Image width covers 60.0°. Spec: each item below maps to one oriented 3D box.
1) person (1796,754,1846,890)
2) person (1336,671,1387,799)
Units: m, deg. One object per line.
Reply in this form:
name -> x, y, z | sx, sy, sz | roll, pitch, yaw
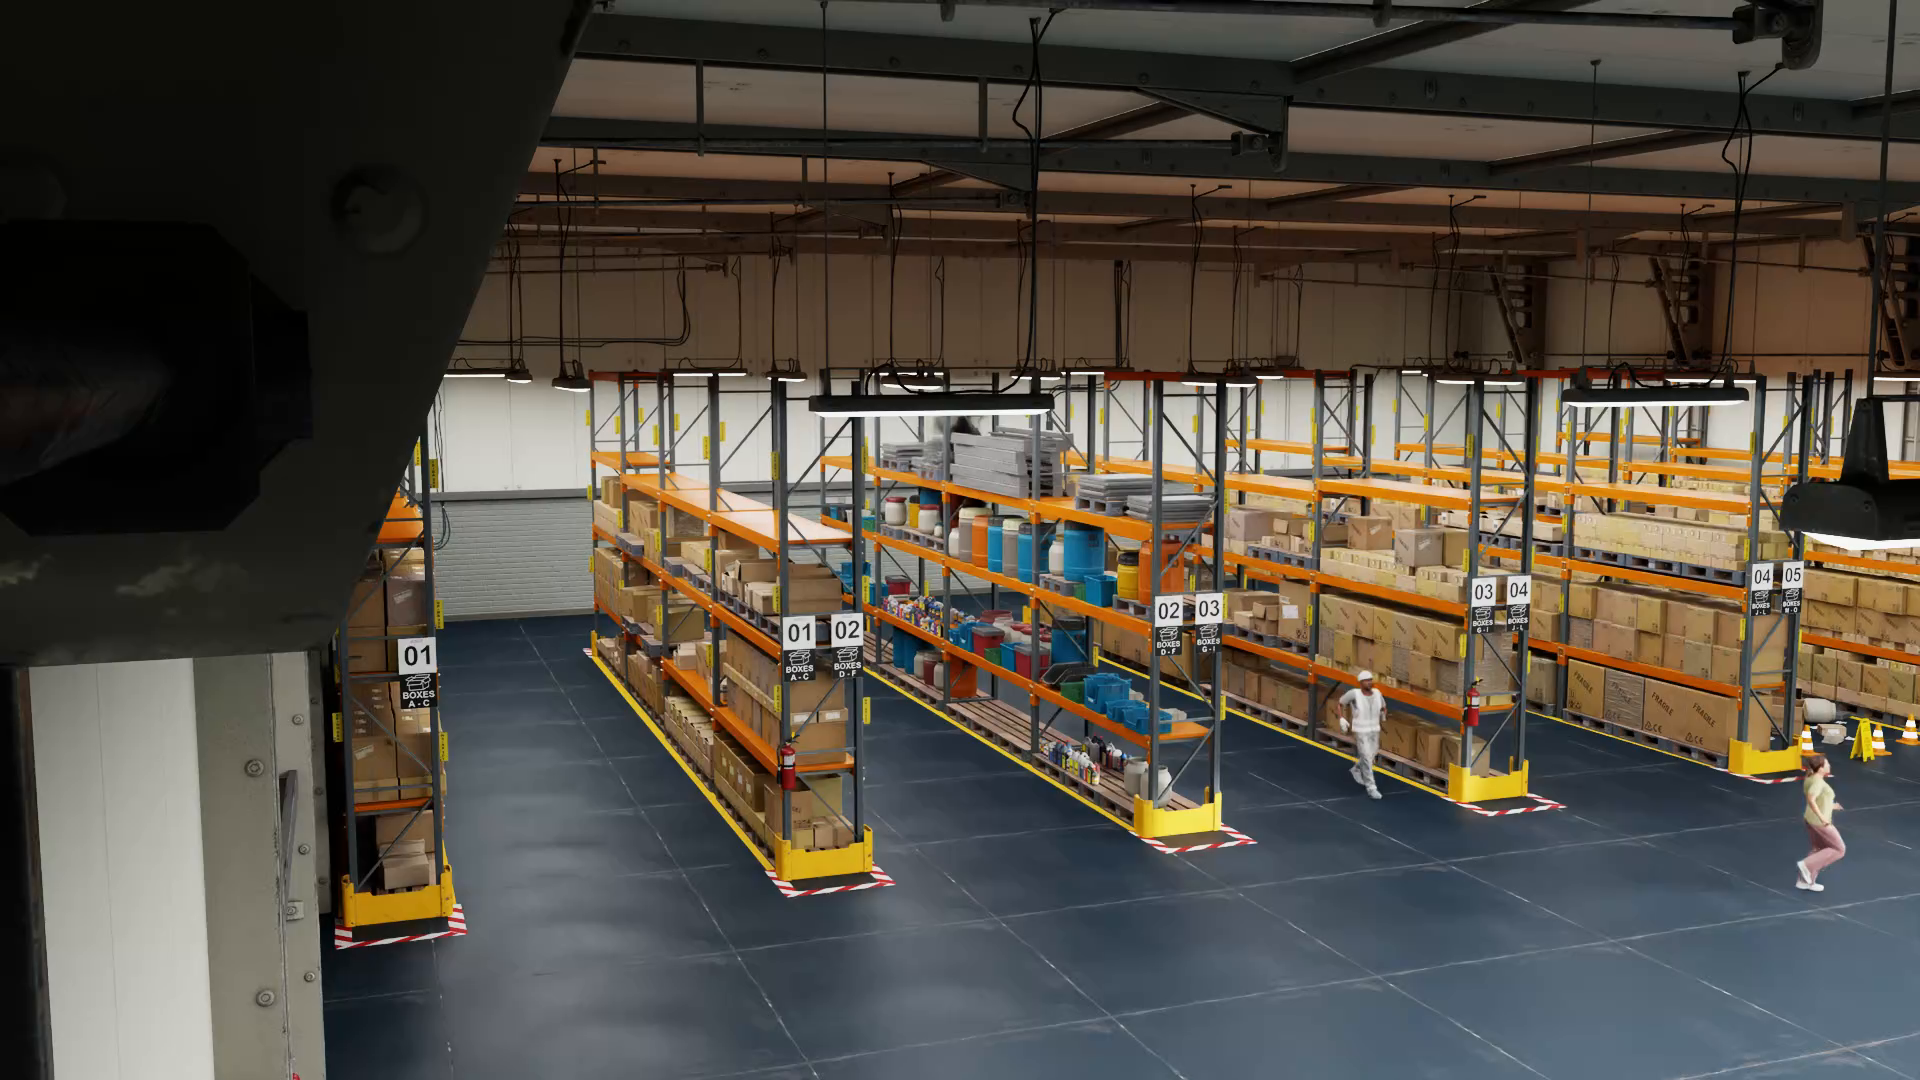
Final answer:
person -> 10.161, 3.336, 19.628 | 0.537, 1.630, 0.573 | 1, 6, 8
person -> 5.868, 2.764, 23.990 | 0.725, 1.760, 0.969 | -2, 7, -18
